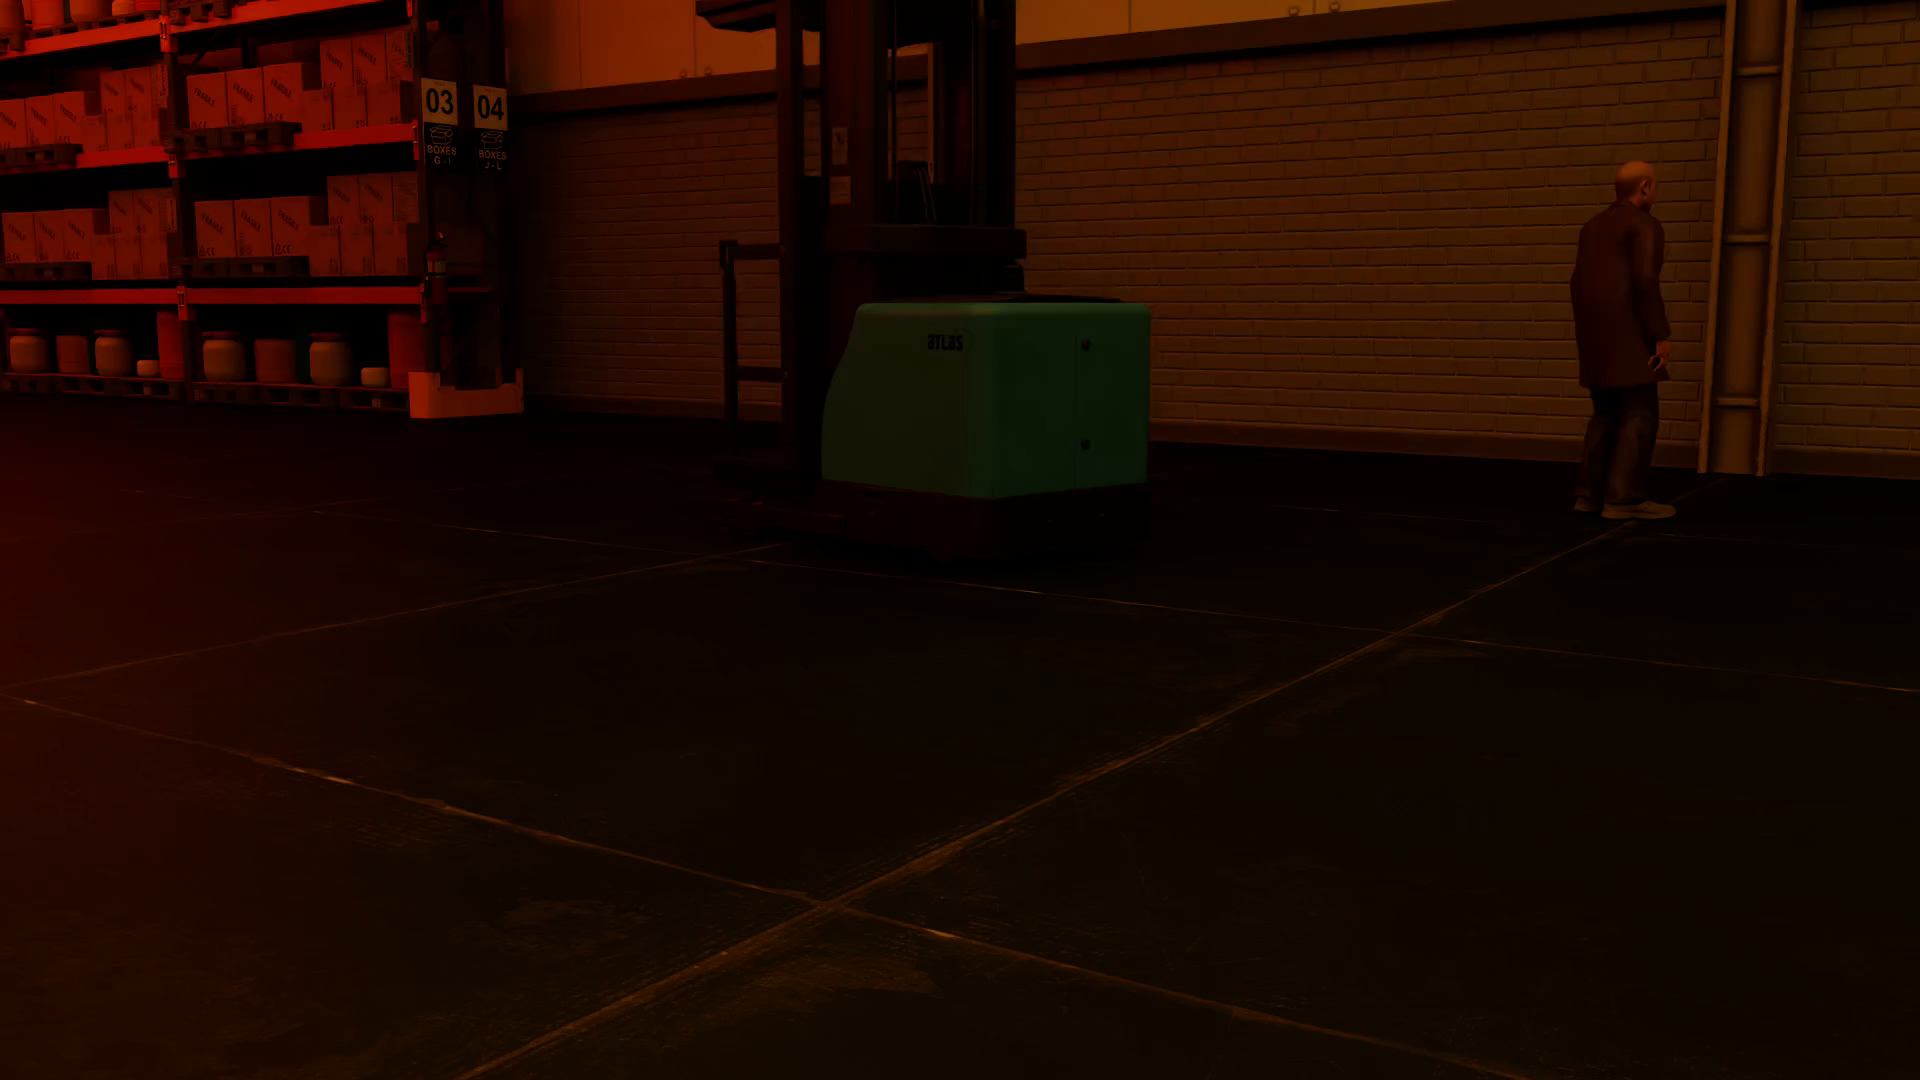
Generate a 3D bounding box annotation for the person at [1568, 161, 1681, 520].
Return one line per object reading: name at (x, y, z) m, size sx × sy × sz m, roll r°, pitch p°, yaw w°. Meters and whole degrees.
person at (3.331, -1.006, 8.384) m, size 0.436 × 1.772 × 0.646 m, roll -2°, pitch 8°, yaw -17°

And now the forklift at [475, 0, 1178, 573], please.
forklift at (-0.507, -1.403, 7.061) m, size 3.031 × 2.935 × 1.130 m, roll -5°, pitch 10°, yaw -33°
